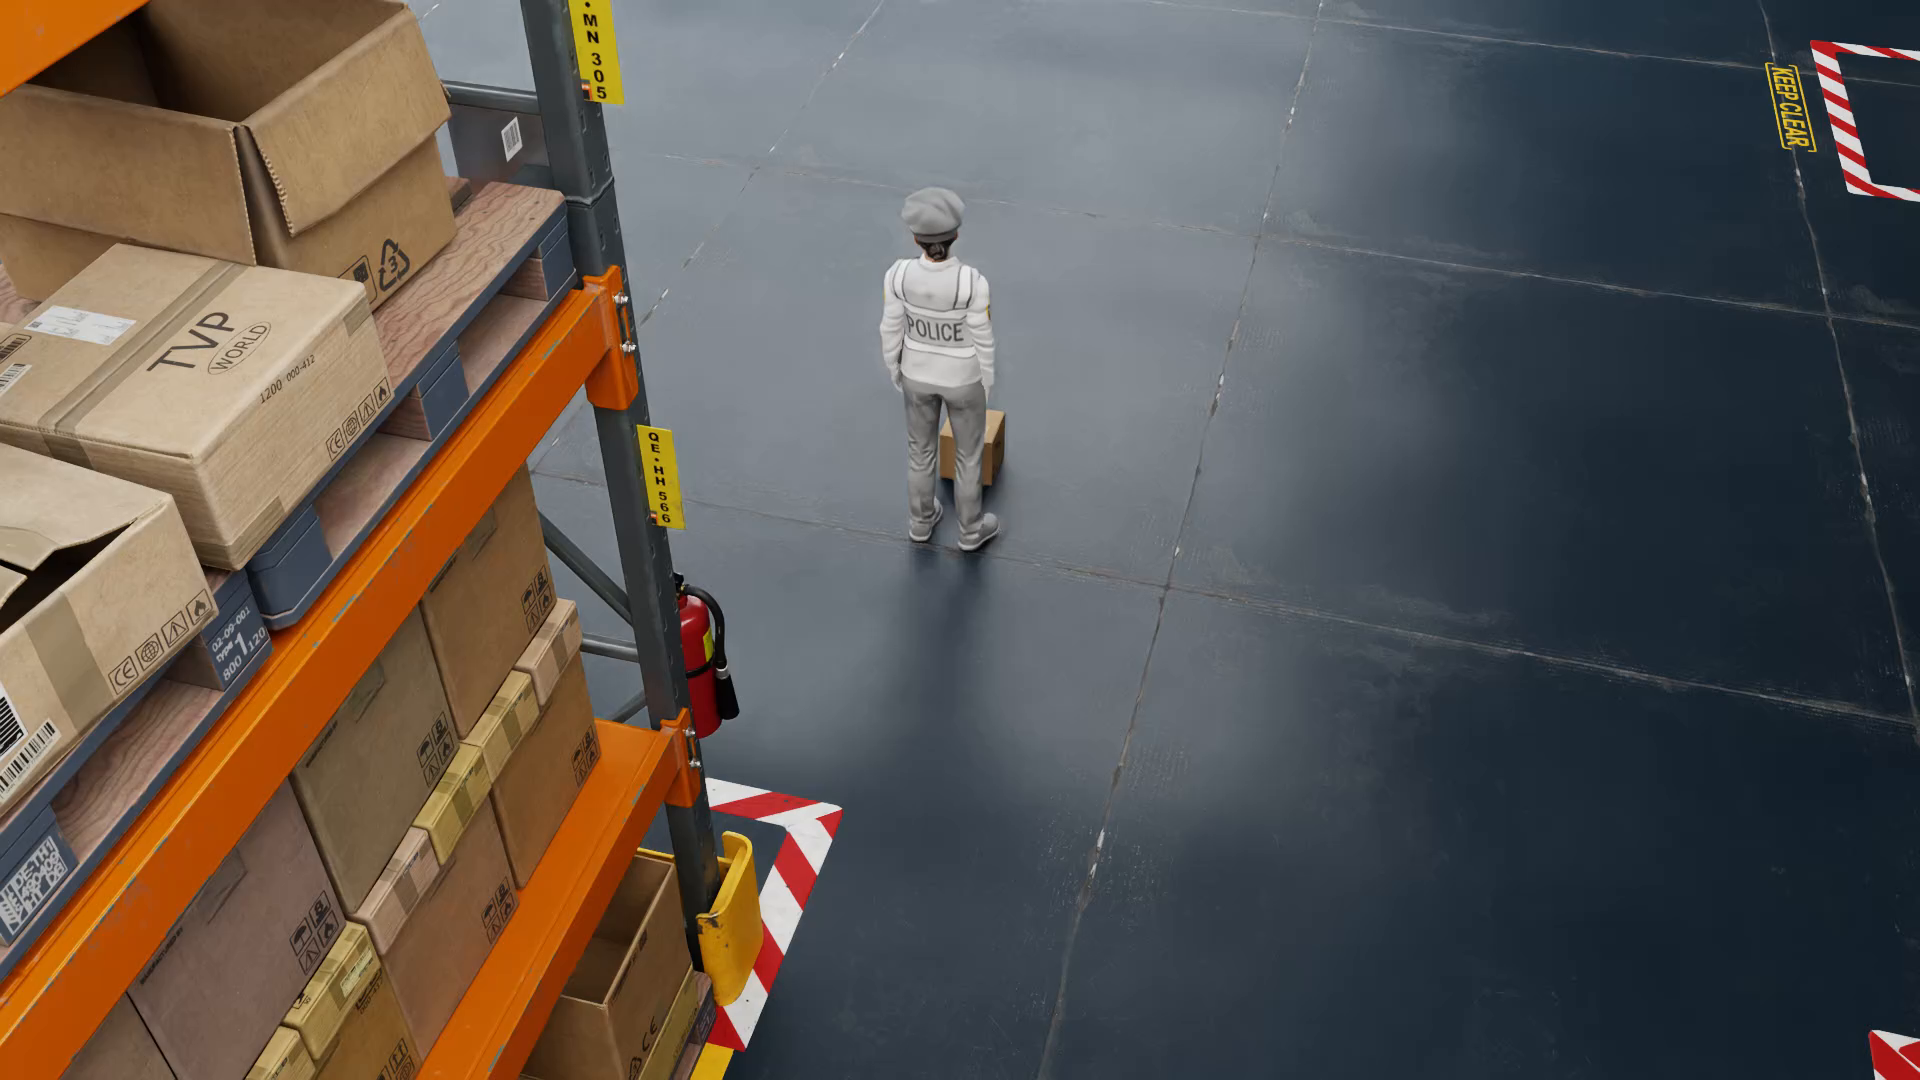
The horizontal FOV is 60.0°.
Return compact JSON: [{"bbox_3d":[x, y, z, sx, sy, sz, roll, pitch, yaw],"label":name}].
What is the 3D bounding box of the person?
[{"bbox_3d":[-0.081,-0.673,6.928,0.494,1.692,0.316,11,42,12],"label":"person"}]
